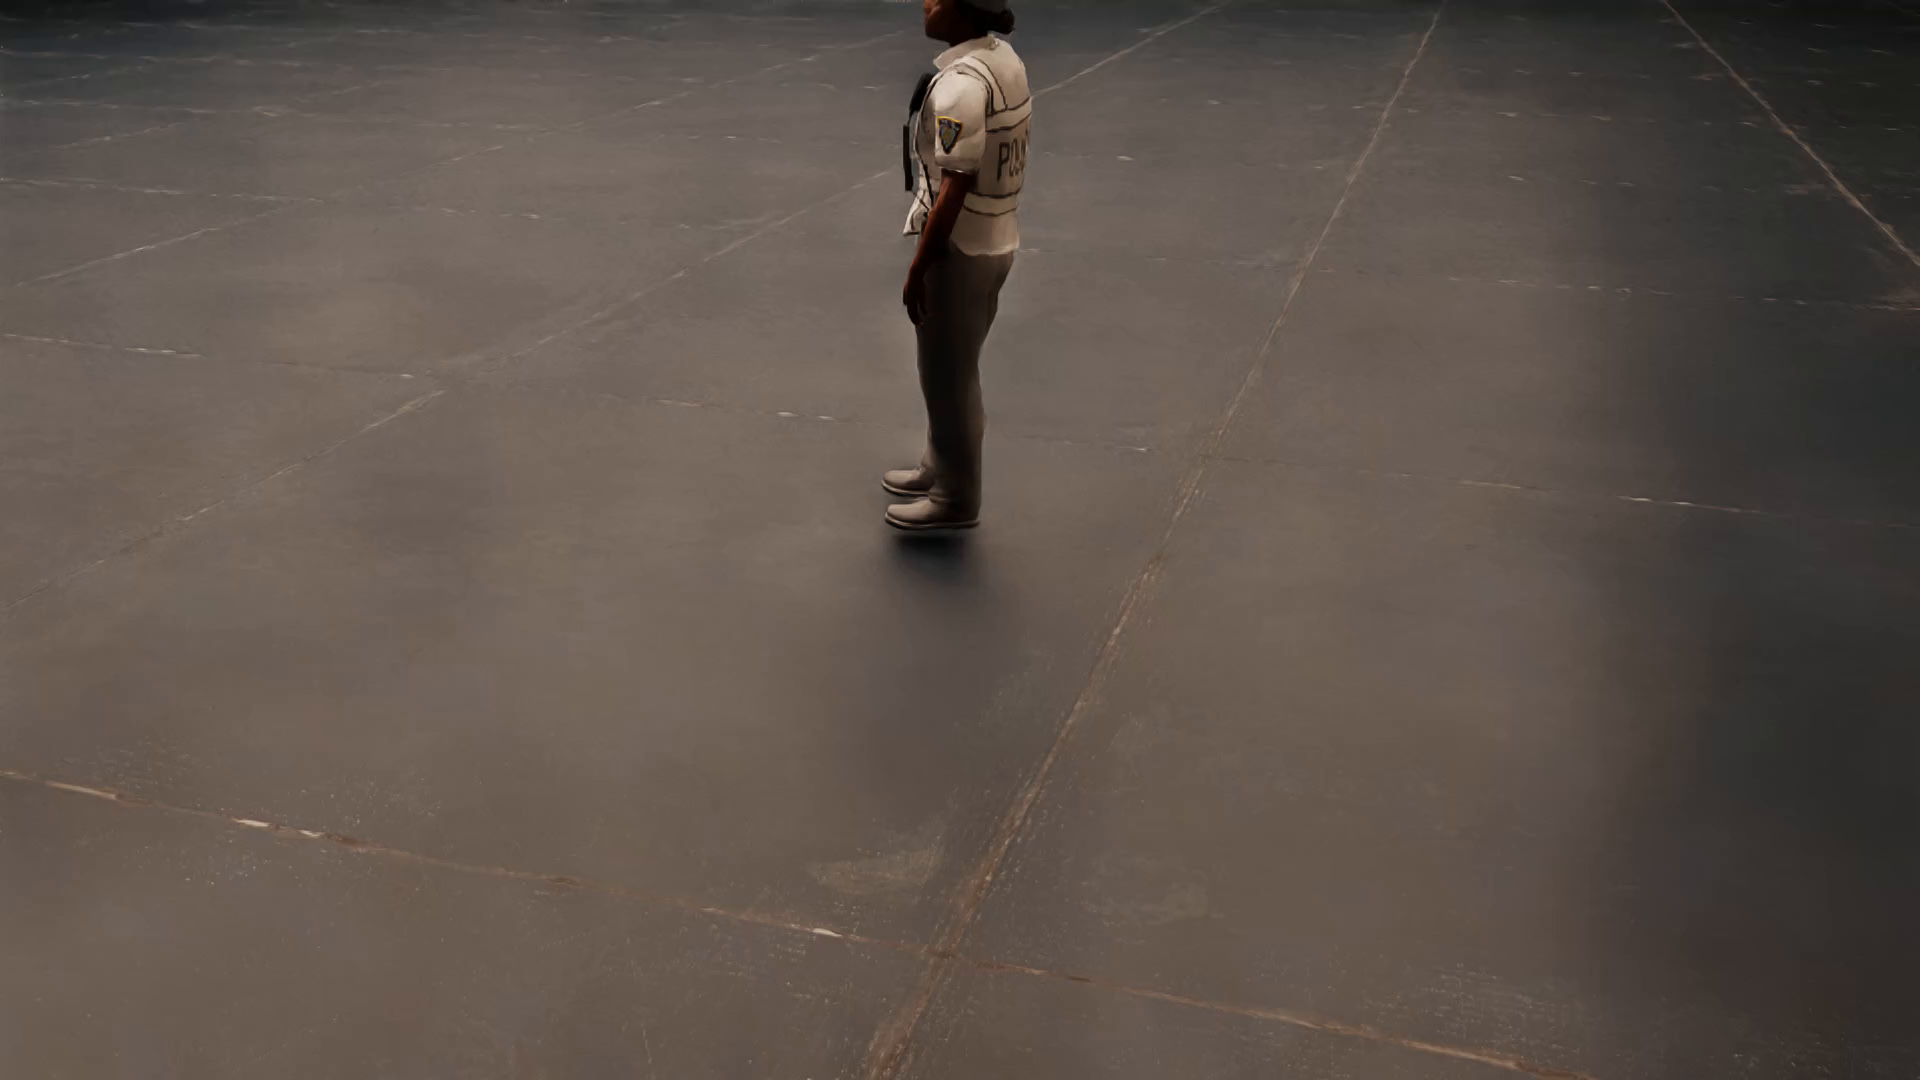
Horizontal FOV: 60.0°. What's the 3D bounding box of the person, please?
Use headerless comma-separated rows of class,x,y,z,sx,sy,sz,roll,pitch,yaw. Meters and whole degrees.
person,-0.065,-0.843,4.817,0.529,1.695,0.570,7,23,16
